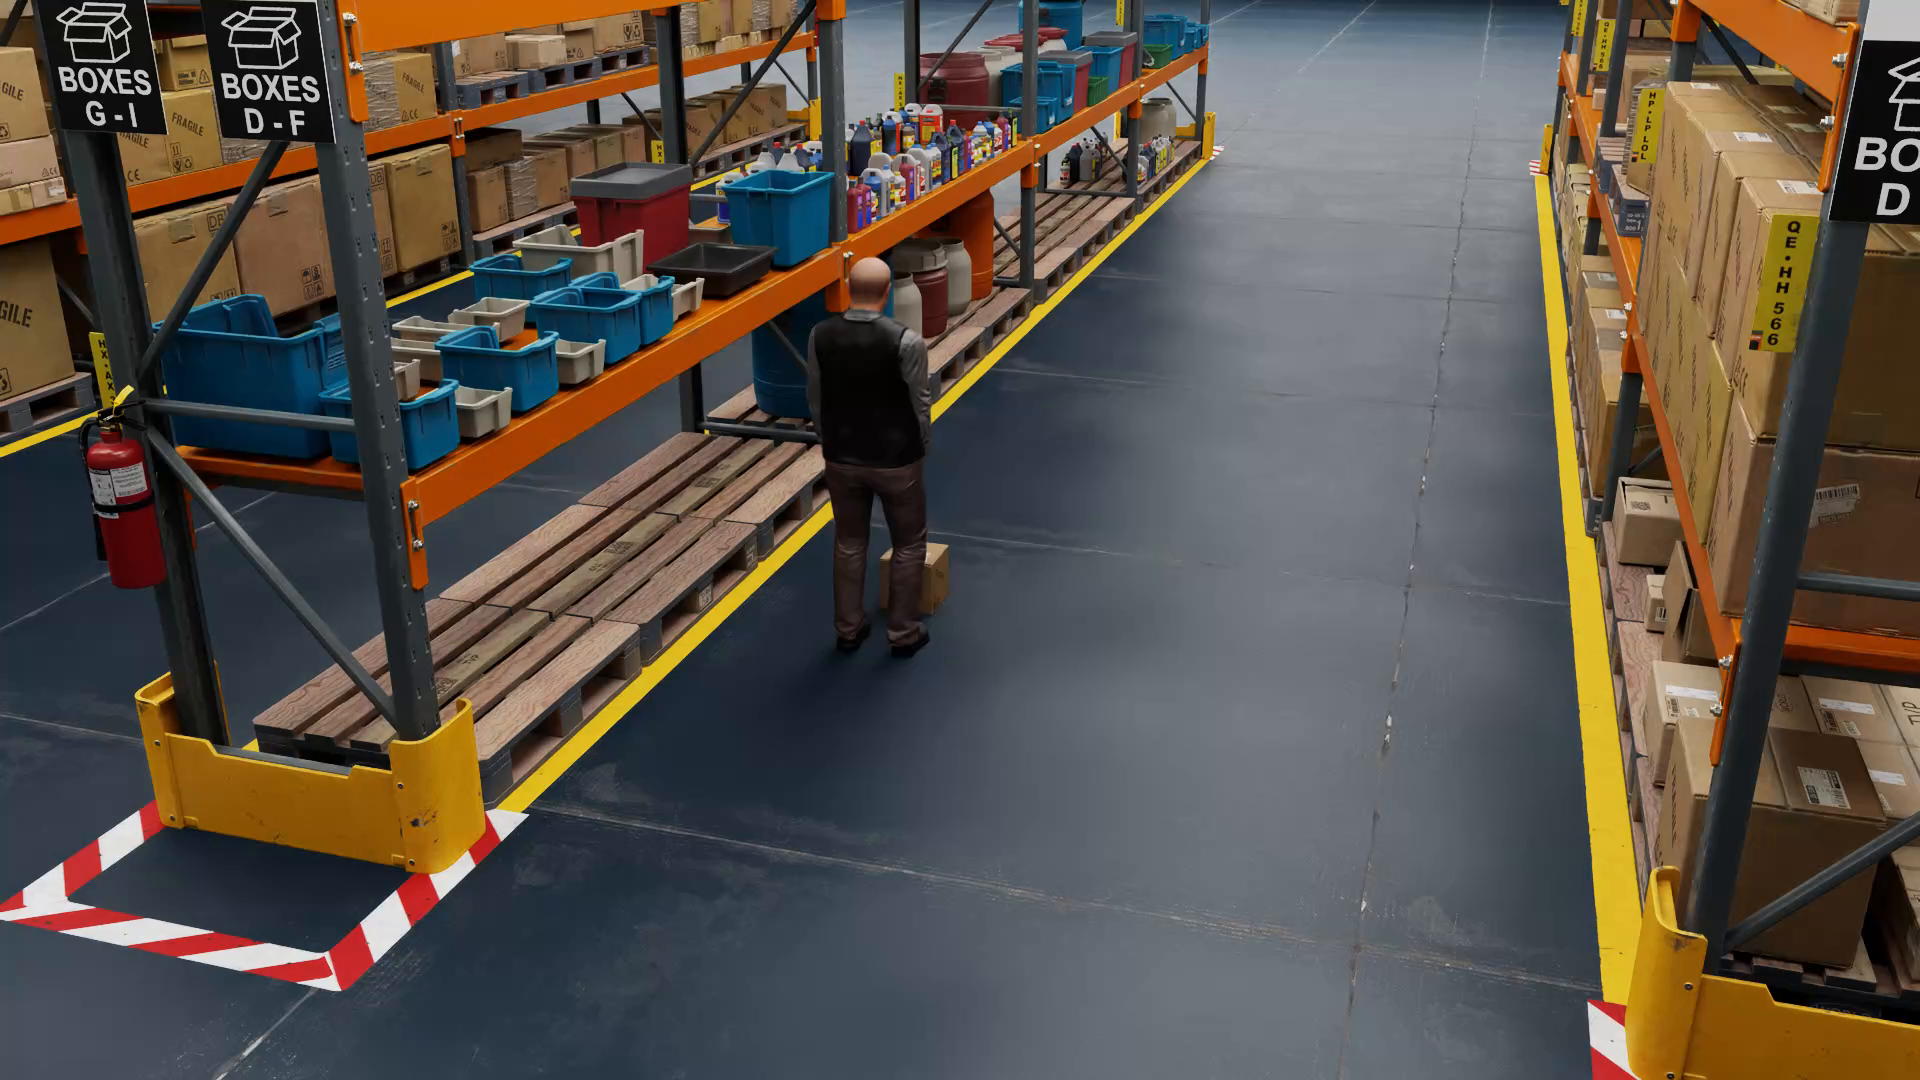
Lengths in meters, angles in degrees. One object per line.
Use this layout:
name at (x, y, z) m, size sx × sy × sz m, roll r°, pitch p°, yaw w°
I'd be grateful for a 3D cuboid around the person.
person at (-0.379, -0.330, 6.987) m, size 0.543 × 1.704 × 0.372 m, roll 7°, pitch 23°, yaw 17°
